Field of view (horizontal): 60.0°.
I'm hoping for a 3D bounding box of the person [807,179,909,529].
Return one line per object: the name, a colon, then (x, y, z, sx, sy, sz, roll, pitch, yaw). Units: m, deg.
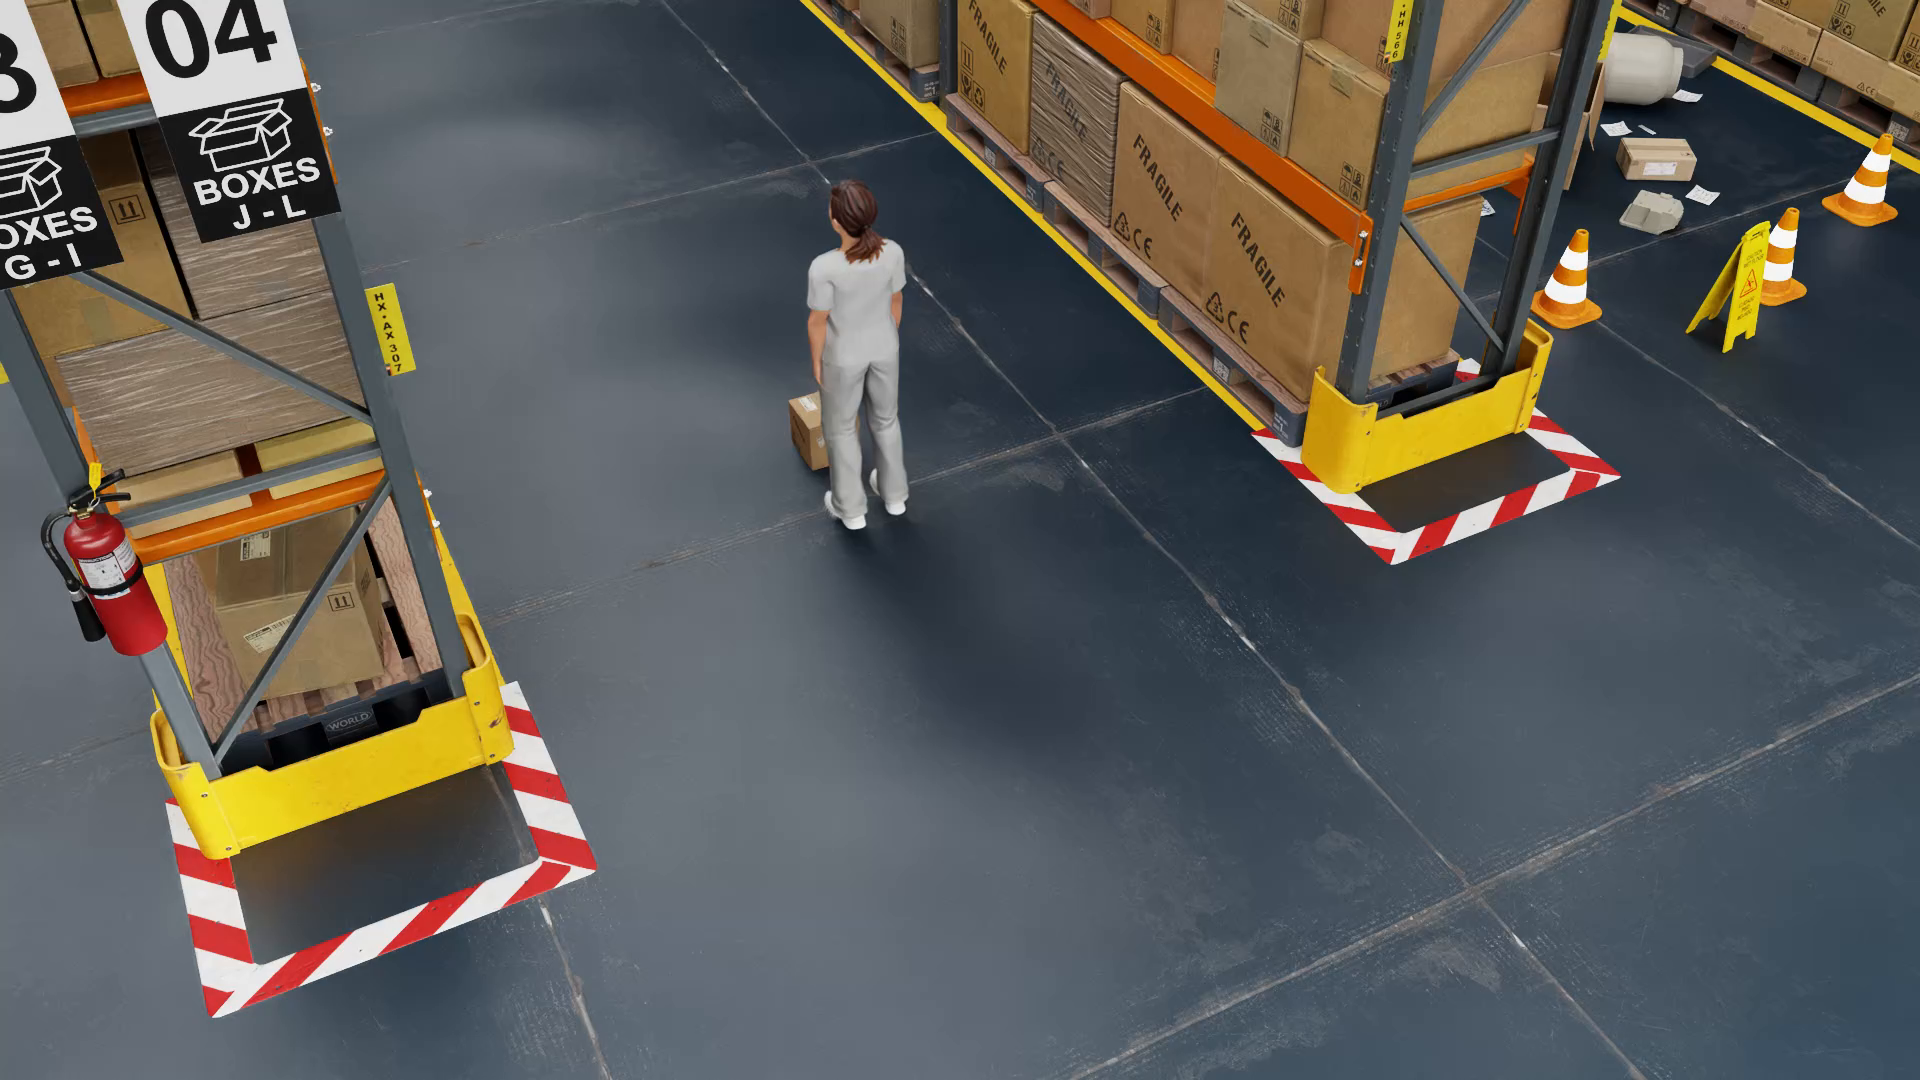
person: (-0.431, -0.766, 7.044, 0.437, 1.682, 0.370, -18, 44, -19)
